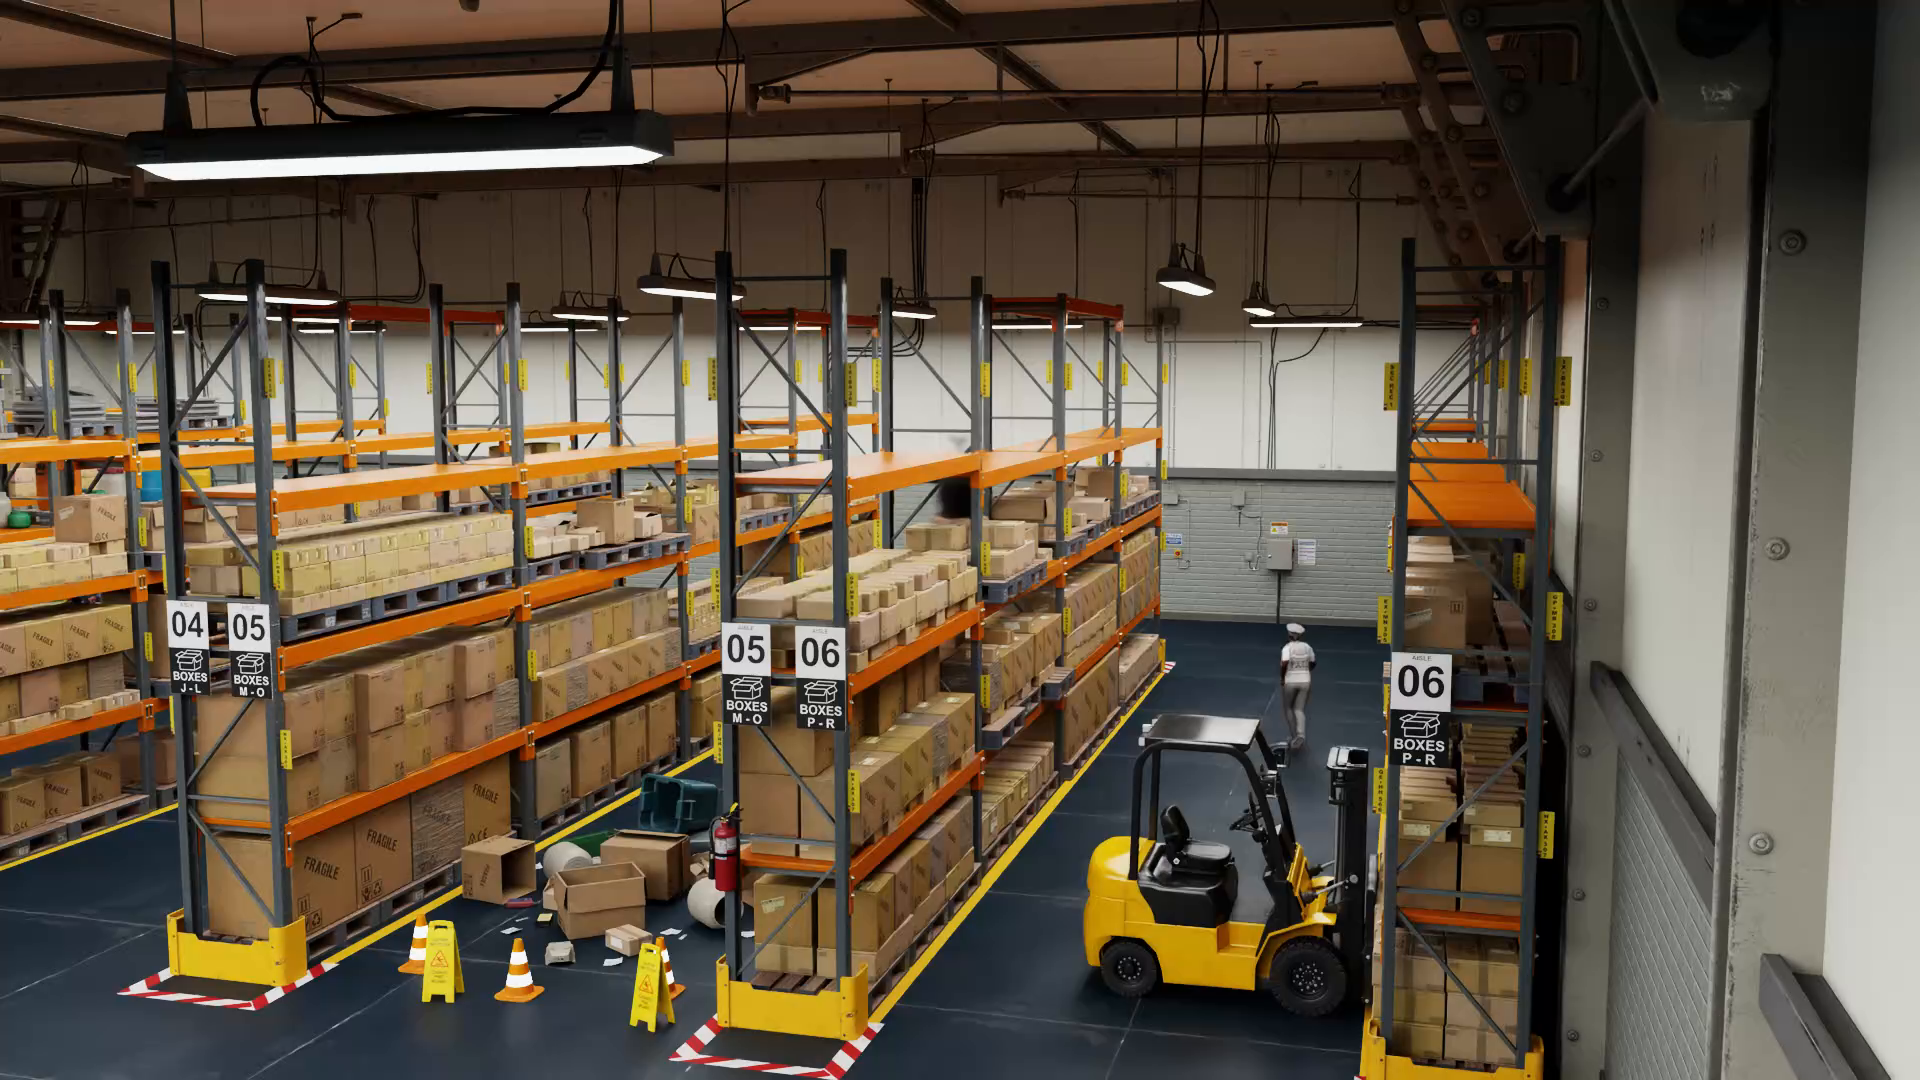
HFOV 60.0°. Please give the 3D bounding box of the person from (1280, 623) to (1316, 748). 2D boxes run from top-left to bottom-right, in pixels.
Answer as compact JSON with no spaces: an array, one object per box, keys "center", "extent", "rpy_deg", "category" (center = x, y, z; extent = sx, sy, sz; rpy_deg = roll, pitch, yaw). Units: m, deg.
[{"center":[4.572,1.982,22.396],"extent":[0.551,1.654,0.790],"rpy_deg":[-1,6,-5],"category":"person"}]
